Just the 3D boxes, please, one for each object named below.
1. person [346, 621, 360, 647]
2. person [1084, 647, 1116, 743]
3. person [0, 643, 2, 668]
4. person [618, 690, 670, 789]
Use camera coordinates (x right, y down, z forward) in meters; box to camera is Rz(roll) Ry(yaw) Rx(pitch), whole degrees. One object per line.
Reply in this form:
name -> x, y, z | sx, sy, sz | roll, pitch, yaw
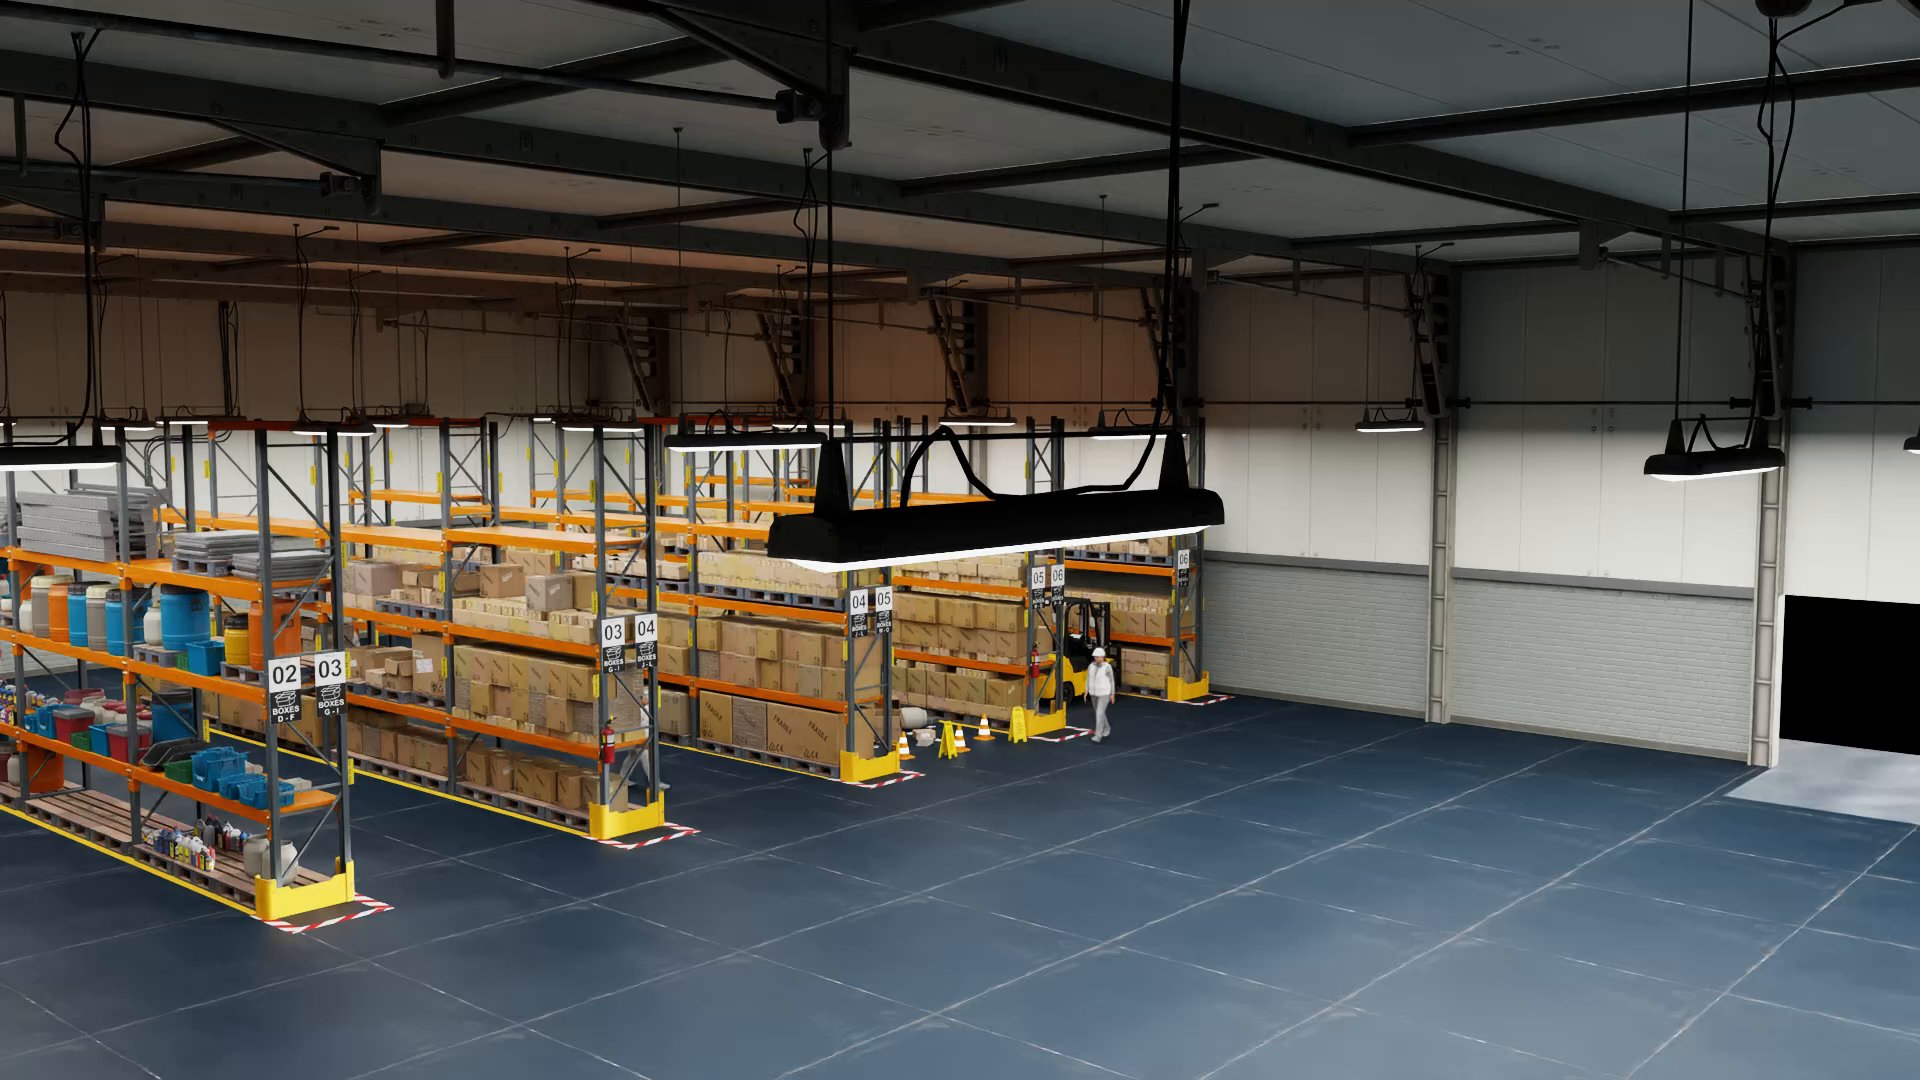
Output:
person -> -13.266, 2.527, 36.239 | 0.972, 1.540, 0.449 | 4, 6, 40
person -> 2.600, 2.882, 31.132 | 0.541, 1.757, 0.869 | 5, 7, 45
person -> -20.047, 2.652, 34.246 | 0.654, 1.679, 0.654 | -4, 6, -41
person -> -5.162, 3.244, 27.180 | 0.989, 1.606, 0.516 | 1, 5, 8
